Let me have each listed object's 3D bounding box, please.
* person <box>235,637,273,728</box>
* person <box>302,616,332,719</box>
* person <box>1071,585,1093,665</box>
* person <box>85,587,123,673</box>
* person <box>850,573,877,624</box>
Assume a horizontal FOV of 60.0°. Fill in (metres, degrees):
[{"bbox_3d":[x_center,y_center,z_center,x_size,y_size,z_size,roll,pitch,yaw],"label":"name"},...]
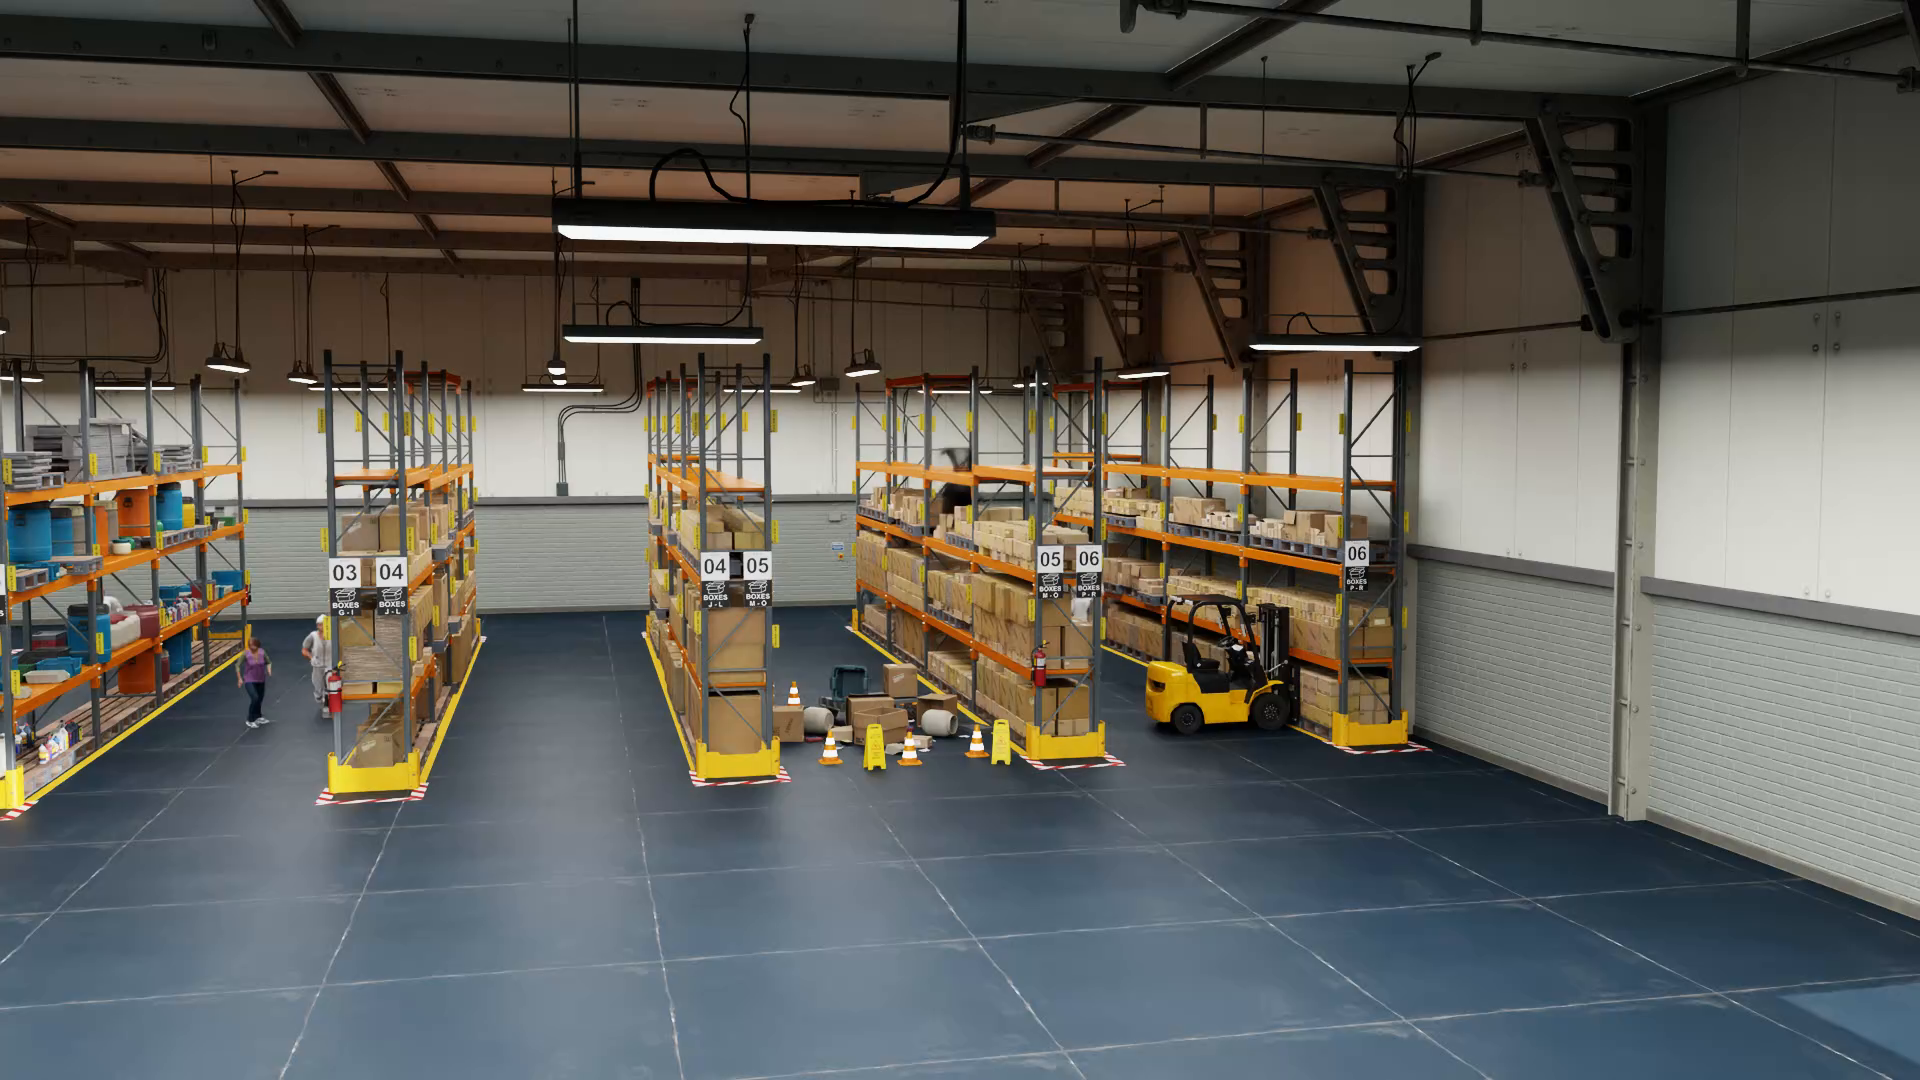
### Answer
[{"bbox_3d":[-11.621,2.358,27.499,0.778,1.555,0.554,3,5,34],"label":"person"},{"bbox_3d":[-10.922,2.151,28.503,0.669,1.747,0.892,-2,4,-24],"label":"person"},{"bbox_3d":[2.412,1.754,34.038,0.655,1.748,0.905,-2,4,-24],"label":"person"},{"bbox_3d":[-17.306,1.791,33.516,0.652,1.780,0.849,-1,4,-9],"label":"person"},{"bbox_3d":[-2.349,1.202,41.768,0.831,1.816,0.699,-2,4,-22],"label":"person"}]
